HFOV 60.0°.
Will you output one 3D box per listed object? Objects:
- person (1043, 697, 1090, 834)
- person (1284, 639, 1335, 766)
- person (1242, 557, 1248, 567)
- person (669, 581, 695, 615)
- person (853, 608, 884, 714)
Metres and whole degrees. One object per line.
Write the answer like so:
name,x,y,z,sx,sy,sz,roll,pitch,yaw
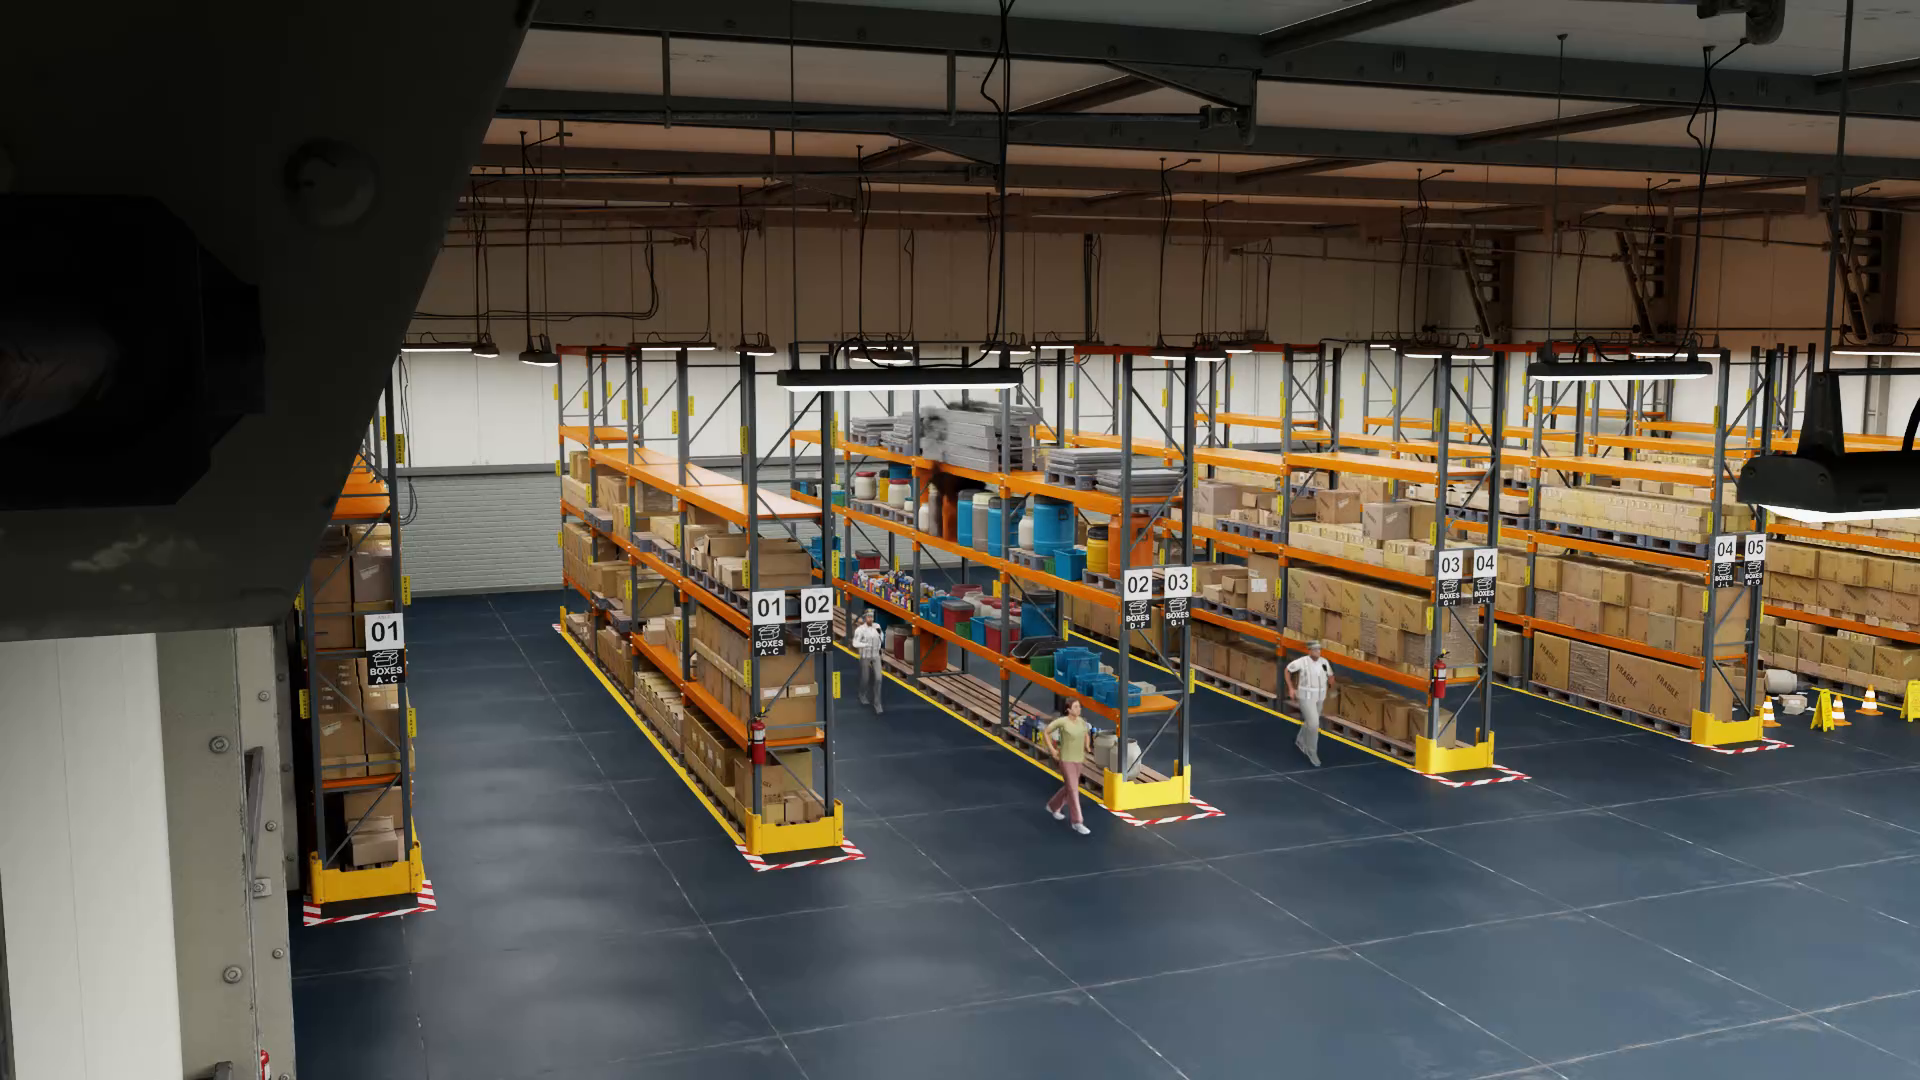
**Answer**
person,1.458,2.814,21.137,0.612,1.624,0.932,-6,9,-38
person,5.179,2.352,24.440,0.644,1.837,0.858,-4,8,-28
person,7.490,0.071,42.335,0.976,1.705,0.658,-2,8,-16
person,-6.000,1.056,35.395,0.823,1.641,0.615,5,9,37
person,-1.511,1.985,27.681,0.599,1.752,0.781,-2,8,-18
